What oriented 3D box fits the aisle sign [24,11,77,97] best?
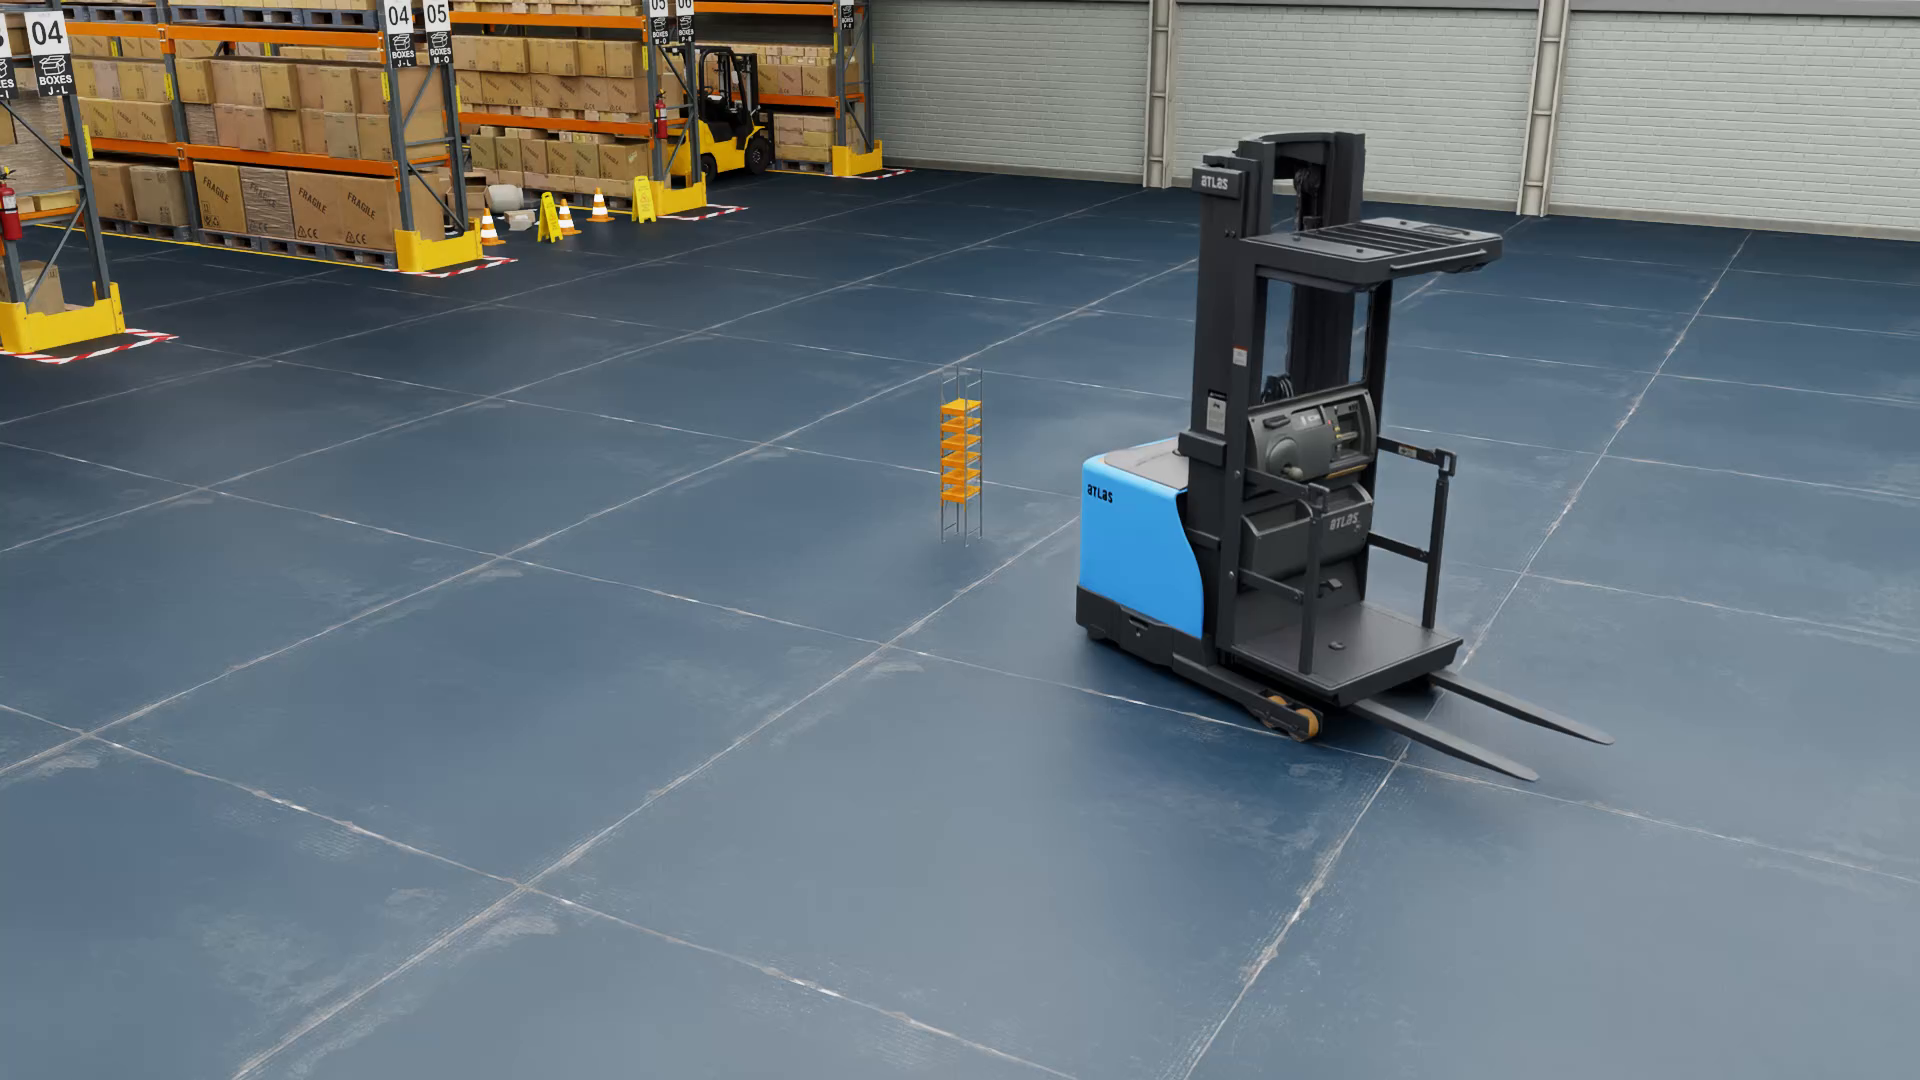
[{"bbox_3d":[-8.861,-4.736,16.209,0.004,0.787,0.394,11,23,27],"label":"aisle sign"}]

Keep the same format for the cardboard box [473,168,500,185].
[{"bbox_3d":[-7.337,-5.776,26.307,0.500,0.250,0.500,10,22,25],"label":"cardboard box"}]

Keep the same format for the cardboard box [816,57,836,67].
[{"bbox_3d":[-2.250,-8.189,28.445,0.250,0.149,0.380,11,23,28],"label":"cardboard box"}]

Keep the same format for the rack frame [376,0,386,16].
[{"bbox_3d":[-6.554,-7.715,19.436,0.127,3.000,1.000,11,23,27],"label":"rack frame"}]

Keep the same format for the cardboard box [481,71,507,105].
[{"bbox_3d":[-7.022,-7.004,25.693,0.500,0.500,0.500,11,23,27],"label":"cardboard box"}]

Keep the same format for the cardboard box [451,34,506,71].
[{"bbox_3d":[-7.442,-7.569,25.784,0.500,0.500,0.700,11,22,27],"label":"cardboard box"}]

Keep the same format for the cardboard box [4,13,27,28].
[{"bbox_3d":[-9.189,-5.076,16.197,0.250,0.149,0.380,11,22,27],"label":"cardboard box"}]

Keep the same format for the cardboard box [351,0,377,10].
[{"bbox_3d":[-7.009,-6.385,19.776,0.250,0.149,0.380,11,23,27],"label":"cardboard box"}]

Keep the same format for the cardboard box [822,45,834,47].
[{"bbox_3d":[-2.201,-8.537,28.968,0.250,0.149,0.380,12,23,29],"label":"cardboard box"}]

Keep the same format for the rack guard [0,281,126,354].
[{"bbox_3d":[-9.127,-2.272,16.896,0.348,0.500,1.175,11,23,27],"label":"rack guard"}]

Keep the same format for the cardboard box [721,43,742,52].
[{"bbox_3d":[-4.006,-8.688,29.384,0.250,0.149,0.380,11,23,27],"label":"cardboard box"}]

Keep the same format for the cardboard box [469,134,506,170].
[{"bbox_3d":[-7.337,-6.129,26.179,0.500,0.500,0.500,12,23,30],"label":"cardboard box"}]

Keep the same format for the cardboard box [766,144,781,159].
[{"bbox_3d":[-3.237,-6.923,29.469,0.500,0.250,0.500,11,23,28],"label":"cardboard box"}]

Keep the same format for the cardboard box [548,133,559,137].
[{"bbox_3d":[-6.182,-6.120,26.155,0.500,0.500,0.500,12,23,30],"label":"cardboard box"}]

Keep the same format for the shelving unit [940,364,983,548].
[{"bbox_3d":[0.013,-0.562,11.154,0.189,1.200,0.258,11,23,27],"label":"shelving unit"}]

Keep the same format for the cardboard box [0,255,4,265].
[{"bbox_3d":[-10.137,-2.655,17.336,0.500,0.500,0.500,18,27,41],"label":"cardboard box"}]

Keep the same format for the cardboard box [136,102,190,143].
[{"bbox_3d":[-10.632,-5.614,22.296,0.500,0.500,0.500,11,22,27],"label":"cardboard box"}]

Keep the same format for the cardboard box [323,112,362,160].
[{"bbox_3d":[-7.391,-5.098,20.801,0.550,0.550,0.875,11,23,27],"label":"cardboard box"}]

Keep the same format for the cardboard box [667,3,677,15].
[{"bbox_3d":[-4.359,-7.829,24.518,0.250,0.149,0.380,11,23,27],"label":"cardboard box"}]

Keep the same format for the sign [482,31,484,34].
[{"bbox_3d":[-9.051,-9.538,31.677,0.005,0.325,0.100,11,23,27],"label":"sign"}]

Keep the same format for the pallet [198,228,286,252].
[{"bbox_3d":[-9.420,-4.099,22.356,1.213,0.211,1.003,11,23,27],"label":"pallet"}]

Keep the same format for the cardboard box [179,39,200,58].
[{"bbox_3d":[-13.112,-8.494,28.770,0.500,0.500,0.500,10,22,26],"label":"cardboard box"}]

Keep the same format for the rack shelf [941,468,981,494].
[{"bbox_3d":[0.013,-0.407,11.210,0.180,0.103,0.258,11,23,27],"label":"rack shelf"}]

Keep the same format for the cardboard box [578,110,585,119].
[{"bbox_3d":[-5.542,-6.442,25.093,0.250,0.149,0.380,11,23,28],"label":"cardboard box"}]

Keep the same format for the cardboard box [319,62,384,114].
[{"bbox_3d":[-7.384,-5.610,20.628,0.550,0.550,0.875,11,23,27],"label":"cardboard box"}]

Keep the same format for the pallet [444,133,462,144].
[{"bbox_3d":[-10.489,-8.221,33.720,1.213,0.211,1.003,11,23,27],"label":"pallet"}]

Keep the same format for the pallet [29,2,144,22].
[{"bbox_3d":[-11.972,-7.270,22.886,1.213,0.211,1.003,12,23,30],"label":"pallet"}]

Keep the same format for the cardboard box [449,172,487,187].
[{"bbox_3d":[-7.448,-5.293,25.220,0.500,0.500,0.500,-7,21,-20],"label":"cardboard box"}]

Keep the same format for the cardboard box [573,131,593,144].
[{"bbox_3d":[-5.626,-6.087,25.111,0.250,0.149,0.380,11,23,28],"label":"cardboard box"}]

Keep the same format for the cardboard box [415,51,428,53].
[{"bbox_3d":[-8.669,-7.525,26.512,0.500,0.500,0.500,11,23,28],"label":"cardboard box"}]

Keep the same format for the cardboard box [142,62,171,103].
[{"bbox_3d":[-10.482,-6.158,22.328,0.500,0.500,0.700,10,22,26],"label":"cardboard box"}]

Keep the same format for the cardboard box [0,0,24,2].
[{"bbox_3d":[-13.907,-7.856,24.079,0.500,0.500,0.500,11,23,27],"label":"cardboard box"}]

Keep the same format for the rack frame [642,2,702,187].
[{"bbox_3d":[-4.228,-6.385,24.568,0.127,3.000,1.000,11,23,27],"label":"rack frame"}]

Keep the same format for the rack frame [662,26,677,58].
[{"bbox_3d":[-5.303,-8.528,30.477,0.127,3.000,1.000,11,23,27],"label":"rack frame"}]

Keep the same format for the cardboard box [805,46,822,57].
[{"bbox_3d":[-2.457,-8.384,28.544,0.250,0.149,0.380,11,23,27],"label":"cardboard box"}]

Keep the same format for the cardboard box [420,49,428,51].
[{"bbox_3d":[-8.427,-7.681,26.942,0.500,0.500,0.500,11,23,27],"label":"cardboard box"}]

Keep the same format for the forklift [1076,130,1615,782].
[{"bbox_3d":[1.980,-0.536,8.545,1.130,2.935,3.031,-15,25,-35],"label":"forklift"}]

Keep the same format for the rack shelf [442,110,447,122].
[{"bbox_3d":[-9.466,-7.044,27.441,4.000,0.370,1.077,11,23,27],"label":"rack shelf"}]

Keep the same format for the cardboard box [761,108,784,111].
[{"bbox_3d":[-3.451,-7.630,29.951,0.500,0.250,0.500,10,22,26],"label":"cardboard box"}]

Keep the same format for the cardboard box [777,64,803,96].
[{"bbox_3d":[-2.817,-8.003,28.882,0.500,0.500,0.500,12,23,29],"label":"cardboard box"}]

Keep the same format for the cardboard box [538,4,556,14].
[{"bbox_3d":[-6.039,-7.895,24.701,0.250,0.149,0.380,10,22,27],"label":"cardboard box"}]

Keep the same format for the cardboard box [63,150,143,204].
[{"bbox_3d":[-12.285,-5.092,23.688,0.750,0.750,1.050,11,23,28],"label":"cardboard box"}]

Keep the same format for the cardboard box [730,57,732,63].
[{"bbox_3d":[-4.049,-8.528,29.377,0.250,0.149,0.380,10,22,26],"label":"cardboard box"}]

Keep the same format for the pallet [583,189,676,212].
[{"bbox_3d":[-4.986,-5.232,25.480,1.213,0.211,1.003,11,23,27],"label":"pallet"}]

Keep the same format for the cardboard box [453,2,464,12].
[{"bbox_3d":[-7.566,-8.216,25.585,0.250,0.149,0.380,10,22,26],"label":"cardboard box"}]

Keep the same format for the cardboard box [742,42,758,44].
[{"bbox_3d":[-3.774,-8.834,29.787,0.250,0.149,0.380,11,22,27],"label":"cardboard box"}]

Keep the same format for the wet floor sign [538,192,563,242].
[{"bbox_3d":[-5.563,-4.372,22.472,0.232,0.644,0.267,7,21,18],"label":"wet floor sign"}]

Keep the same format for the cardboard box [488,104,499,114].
[{"bbox_3d":[-7.109,-6.722,25.867,0.250,0.149,0.380,11,23,27],"label":"cardboard box"}]

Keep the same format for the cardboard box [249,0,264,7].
[{"bbox_3d":[-8.566,-6.681,20.593,0.250,0.149,0.380,11,23,28],"label":"cardboard box"}]

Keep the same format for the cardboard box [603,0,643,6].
[{"bbox_3d":[-4.806,-7.869,24.045,0.500,0.250,0.500,10,22,27],"label":"cardboard box"}]

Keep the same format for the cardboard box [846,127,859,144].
[{"bbox_3d":[-2.120,-7.143,29.341,0.500,0.250,0.500,11,23,28],"label":"cardboard box"}]

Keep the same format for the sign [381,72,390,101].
[{"bbox_3d":[-6.831,-5.391,19.782,0.005,0.325,0.100,11,23,27],"label":"sign"}]

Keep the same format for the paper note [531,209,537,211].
[{"bbox_3d":[-6.449,-4.969,25.019,0.148,0.019,0.142,3,20,9],"label":"paper note"}]
